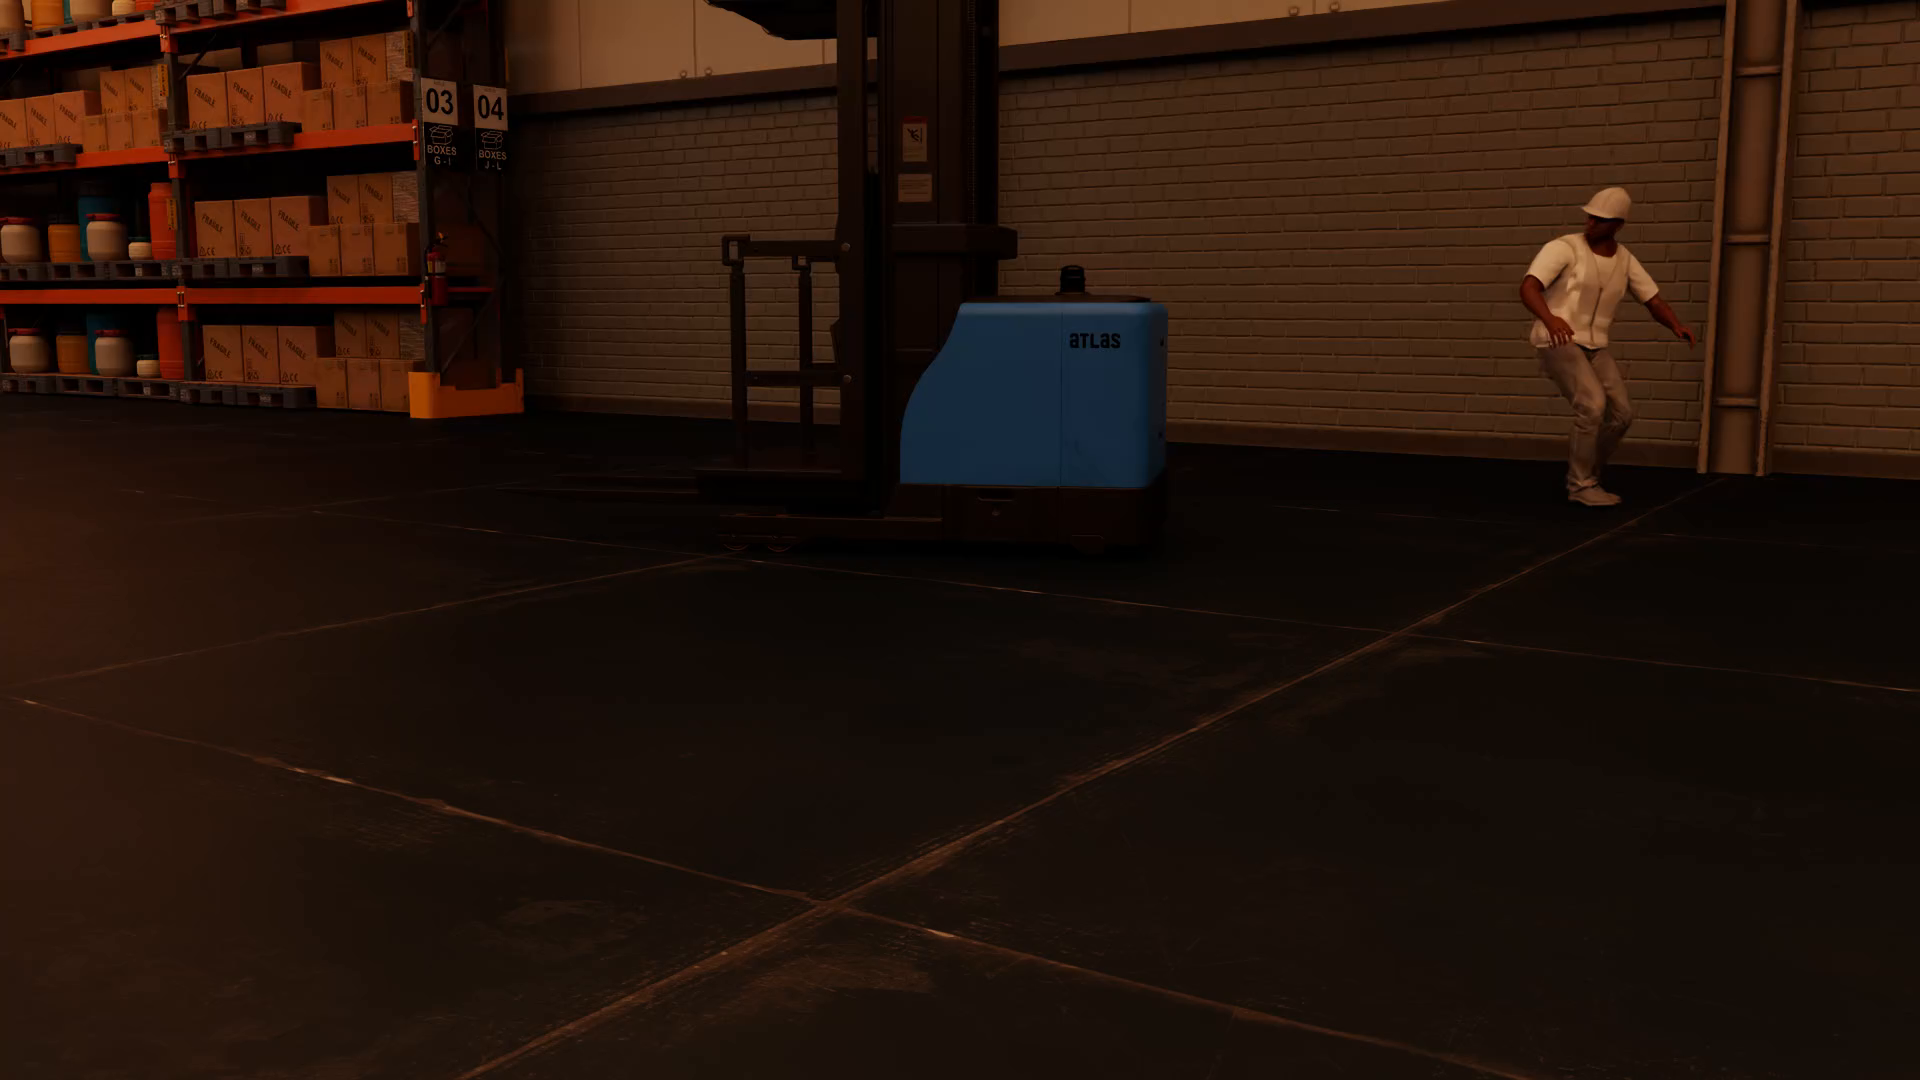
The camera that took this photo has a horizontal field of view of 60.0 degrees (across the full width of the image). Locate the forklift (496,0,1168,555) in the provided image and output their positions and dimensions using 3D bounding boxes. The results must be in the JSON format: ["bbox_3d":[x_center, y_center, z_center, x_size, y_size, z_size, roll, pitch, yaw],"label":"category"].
[{"bbox_3d":[-0.596,-1.469,7.520,3.031,2.935,1.130,2,8,12],"label":"forklift"}]

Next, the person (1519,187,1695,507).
[{"bbox_3d":[3.414,-1.010,8.811,0.832,1.694,0.707,-4,9,-26],"label":"person"}]
